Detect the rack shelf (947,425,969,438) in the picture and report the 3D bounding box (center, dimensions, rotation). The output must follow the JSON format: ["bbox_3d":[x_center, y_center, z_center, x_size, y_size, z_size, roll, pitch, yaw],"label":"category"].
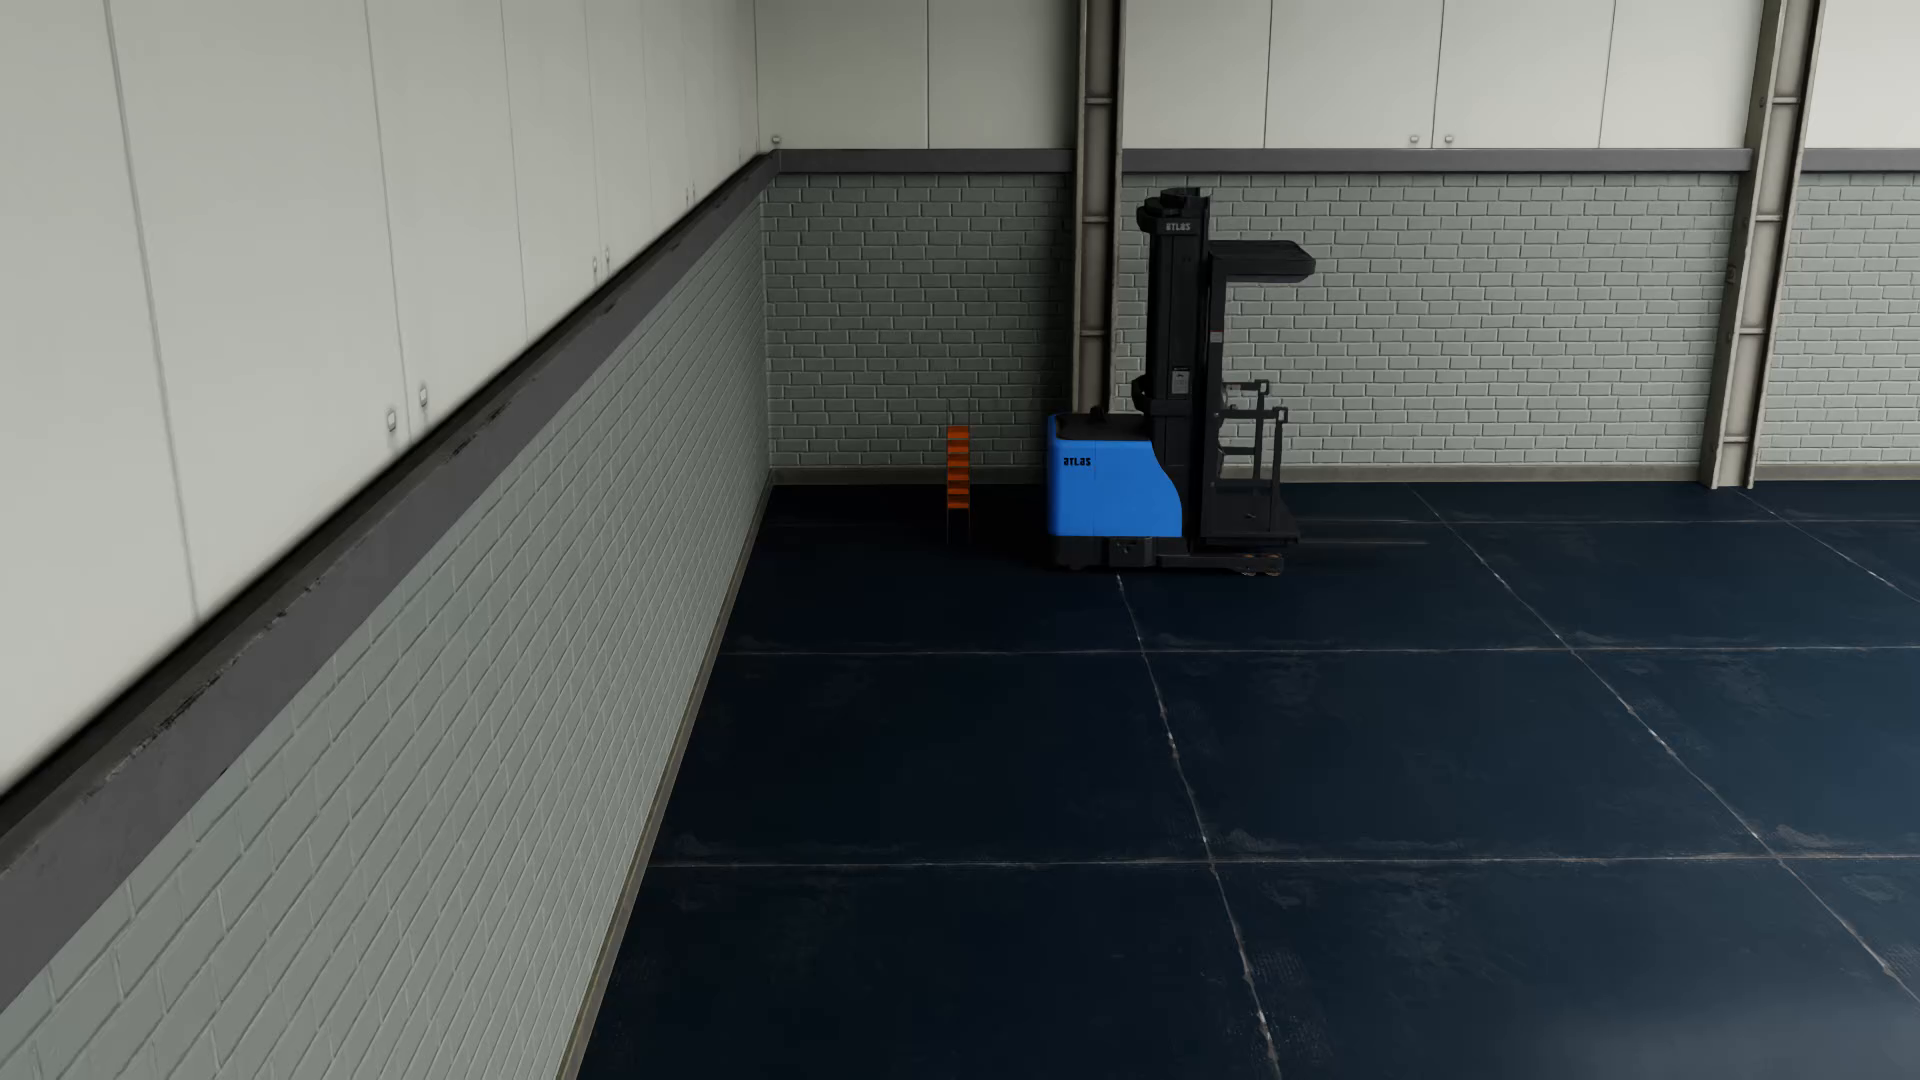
[{"bbox_3d":[-0.014,-0.872,13.768,0.180,0.103,0.258,0,18,-1],"label":"rack shelf"}]

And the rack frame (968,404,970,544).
[{"bbox_3d":[0.077,-0.572,13.865,0.006,1.200,0.240,0,18,-1],"label":"rack frame"}]

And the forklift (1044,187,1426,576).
[{"bbox_3d":[2.212,-1.274,13.222,3.031,2.935,1.130,1,18,2],"label":"forklift"}]

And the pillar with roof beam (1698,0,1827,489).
[{"bbox_3d":[7.283,-3.497,10.217,0.400,9.000,9.100,0,18,-1],"label":"pillar with roof beam"}]

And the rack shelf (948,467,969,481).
[{"bbox_3d":[-0.014,-0.529,13.878,0.180,0.103,0.258,0,18,-1],"label":"rack shelf"}]

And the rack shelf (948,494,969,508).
[{"bbox_3d":[-0.014,-0.300,13.951,0.180,0.103,0.258,0,18,-1],"label":"rack shelf"}]

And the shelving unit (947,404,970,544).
[{"bbox_3d":[-0.014,-0.571,13.864,0.189,1.200,0.258,0,18,-1],"label":"shelving unit"}]

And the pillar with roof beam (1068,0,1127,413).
[{"bbox_3d":[1.283,-3.468,10.127,0.400,9.000,9.100,0,18,-1],"label":"pillar with roof beam"}]

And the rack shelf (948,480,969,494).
[{"bbox_3d":[-0.014,-0.415,13.914,0.180,0.103,0.258,0,18,-1],"label":"rack shelf"}]

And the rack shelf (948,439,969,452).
[{"bbox_3d":[-0.014,-0.757,13.804,0.180,0.103,0.258,0,18,-1],"label":"rack shelf"}]

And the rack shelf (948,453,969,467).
[{"bbox_3d":[-0.014,-0.643,13.841,0.180,0.103,0.258,0,18,-1],"label":"rack shelf"}]
